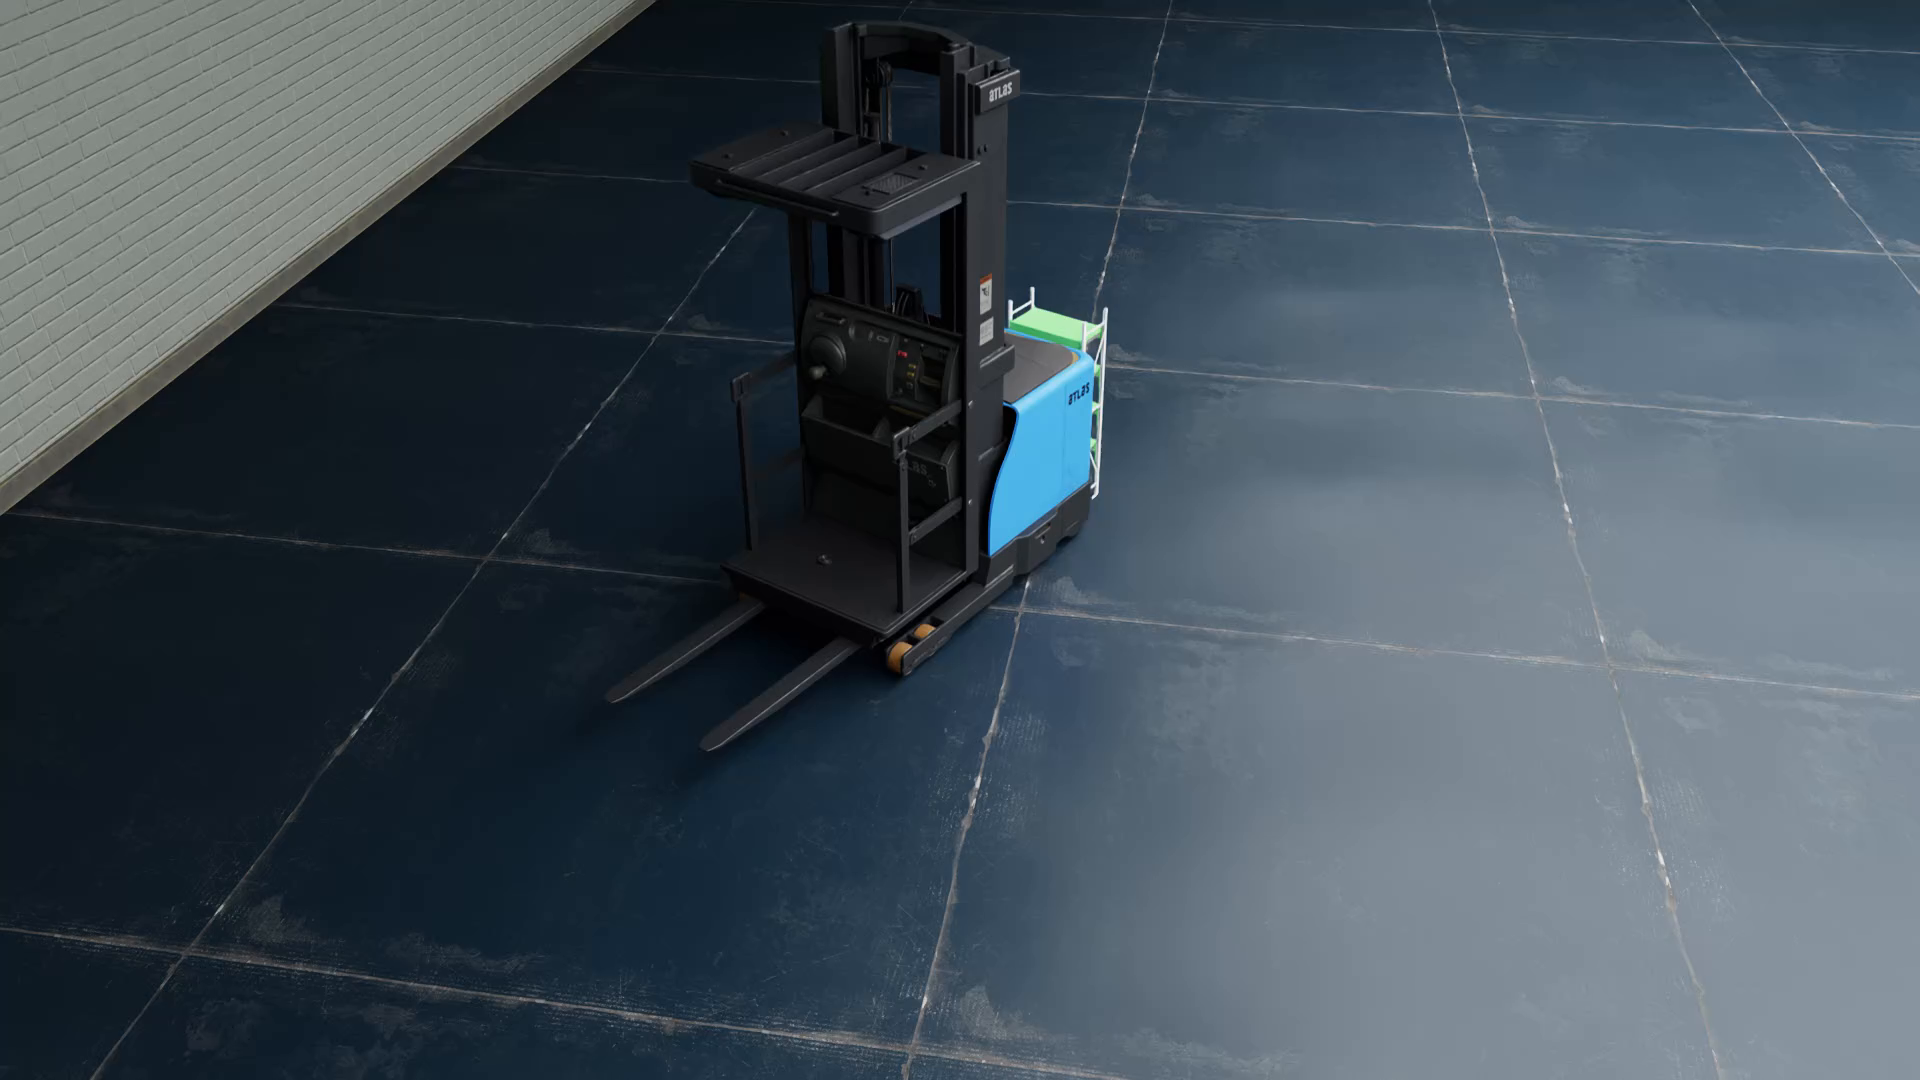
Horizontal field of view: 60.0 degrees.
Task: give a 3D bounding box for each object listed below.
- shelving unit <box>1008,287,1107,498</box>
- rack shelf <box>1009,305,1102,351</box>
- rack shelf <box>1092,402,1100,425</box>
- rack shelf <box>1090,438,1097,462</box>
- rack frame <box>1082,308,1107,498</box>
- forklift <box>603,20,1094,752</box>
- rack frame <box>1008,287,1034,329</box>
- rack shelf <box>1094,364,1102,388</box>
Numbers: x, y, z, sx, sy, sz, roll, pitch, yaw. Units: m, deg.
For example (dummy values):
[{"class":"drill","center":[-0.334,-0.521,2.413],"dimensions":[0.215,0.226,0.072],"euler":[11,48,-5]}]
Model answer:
[{"class":"shelving unit","center":[0.543,-0.802,9.574],"dimensions":[0.503,1.200,0.258],"euler":[21,38,30]},{"class":"rack shelf","center":[0.543,-1.155,9.353],"dimensions":[0.480,0.148,0.258],"euler":[21,38,30]},{"class":"rack shelf","center":[0.543,-0.748,9.608],"dimensions":[0.480,0.148,0.258],"euler":[21,38,30]},{"class":"rack shelf","center":[0.543,-0.544,9.735],"dimensions":[0.480,0.148,0.258],"euler":[21,38,30]},{"class":"rack frame","center":[0.741,-0.726,9.453],"dimensions":[0.015,1.200,0.240],"euler":[21,38,30]},{"class":"forklift","center":[-0.524,-0.856,8.029],"dimensions":[1.130,2.935,3.031],"euler":[21,38,30]},{"class":"rack frame","center":[0.345,-0.877,9.695],"dimensions":[0.015,1.200,0.240],"euler":[21,38,30]},{"class":"rack shelf","center":[0.543,-0.951,9.481],"dimensions":[0.480,0.148,0.258],"euler":[21,38,30]}]
